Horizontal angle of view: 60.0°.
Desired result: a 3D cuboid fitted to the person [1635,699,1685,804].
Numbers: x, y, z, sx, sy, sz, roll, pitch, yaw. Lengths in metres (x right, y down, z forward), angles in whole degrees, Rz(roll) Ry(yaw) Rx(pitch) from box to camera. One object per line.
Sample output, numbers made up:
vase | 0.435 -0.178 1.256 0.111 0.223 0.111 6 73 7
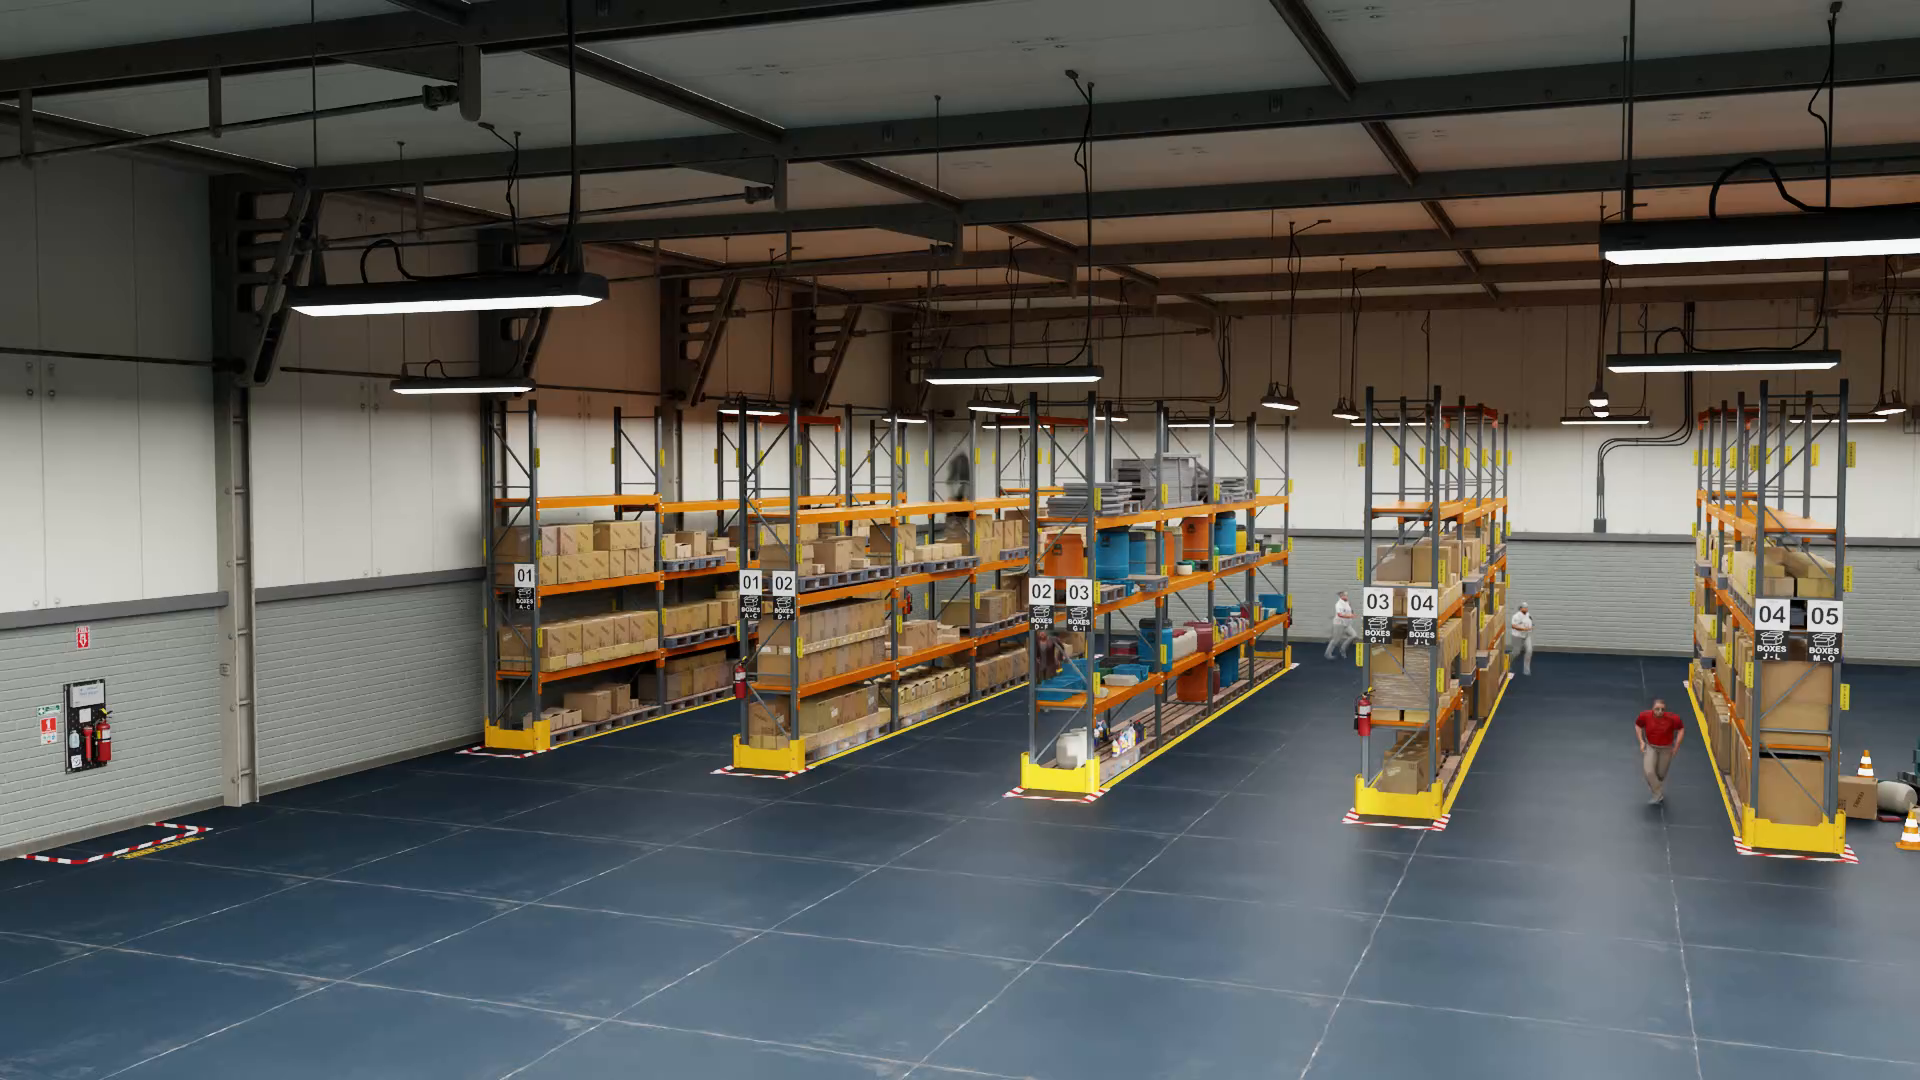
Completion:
person | 10.191 3.048 24.220 0.670 1.571 1.011 1 3 25

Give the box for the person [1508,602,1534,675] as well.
person | 13.033 2.283 38.702 0.638 1.696 0.809 -1 3 -25

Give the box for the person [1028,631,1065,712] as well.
person | 1.672 2.641 32.756 0.701 1.543 0.694 1 3 17

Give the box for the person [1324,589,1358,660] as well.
person | 9.482 2.088 41.166 0.863 1.766 0.680 2 4 42
